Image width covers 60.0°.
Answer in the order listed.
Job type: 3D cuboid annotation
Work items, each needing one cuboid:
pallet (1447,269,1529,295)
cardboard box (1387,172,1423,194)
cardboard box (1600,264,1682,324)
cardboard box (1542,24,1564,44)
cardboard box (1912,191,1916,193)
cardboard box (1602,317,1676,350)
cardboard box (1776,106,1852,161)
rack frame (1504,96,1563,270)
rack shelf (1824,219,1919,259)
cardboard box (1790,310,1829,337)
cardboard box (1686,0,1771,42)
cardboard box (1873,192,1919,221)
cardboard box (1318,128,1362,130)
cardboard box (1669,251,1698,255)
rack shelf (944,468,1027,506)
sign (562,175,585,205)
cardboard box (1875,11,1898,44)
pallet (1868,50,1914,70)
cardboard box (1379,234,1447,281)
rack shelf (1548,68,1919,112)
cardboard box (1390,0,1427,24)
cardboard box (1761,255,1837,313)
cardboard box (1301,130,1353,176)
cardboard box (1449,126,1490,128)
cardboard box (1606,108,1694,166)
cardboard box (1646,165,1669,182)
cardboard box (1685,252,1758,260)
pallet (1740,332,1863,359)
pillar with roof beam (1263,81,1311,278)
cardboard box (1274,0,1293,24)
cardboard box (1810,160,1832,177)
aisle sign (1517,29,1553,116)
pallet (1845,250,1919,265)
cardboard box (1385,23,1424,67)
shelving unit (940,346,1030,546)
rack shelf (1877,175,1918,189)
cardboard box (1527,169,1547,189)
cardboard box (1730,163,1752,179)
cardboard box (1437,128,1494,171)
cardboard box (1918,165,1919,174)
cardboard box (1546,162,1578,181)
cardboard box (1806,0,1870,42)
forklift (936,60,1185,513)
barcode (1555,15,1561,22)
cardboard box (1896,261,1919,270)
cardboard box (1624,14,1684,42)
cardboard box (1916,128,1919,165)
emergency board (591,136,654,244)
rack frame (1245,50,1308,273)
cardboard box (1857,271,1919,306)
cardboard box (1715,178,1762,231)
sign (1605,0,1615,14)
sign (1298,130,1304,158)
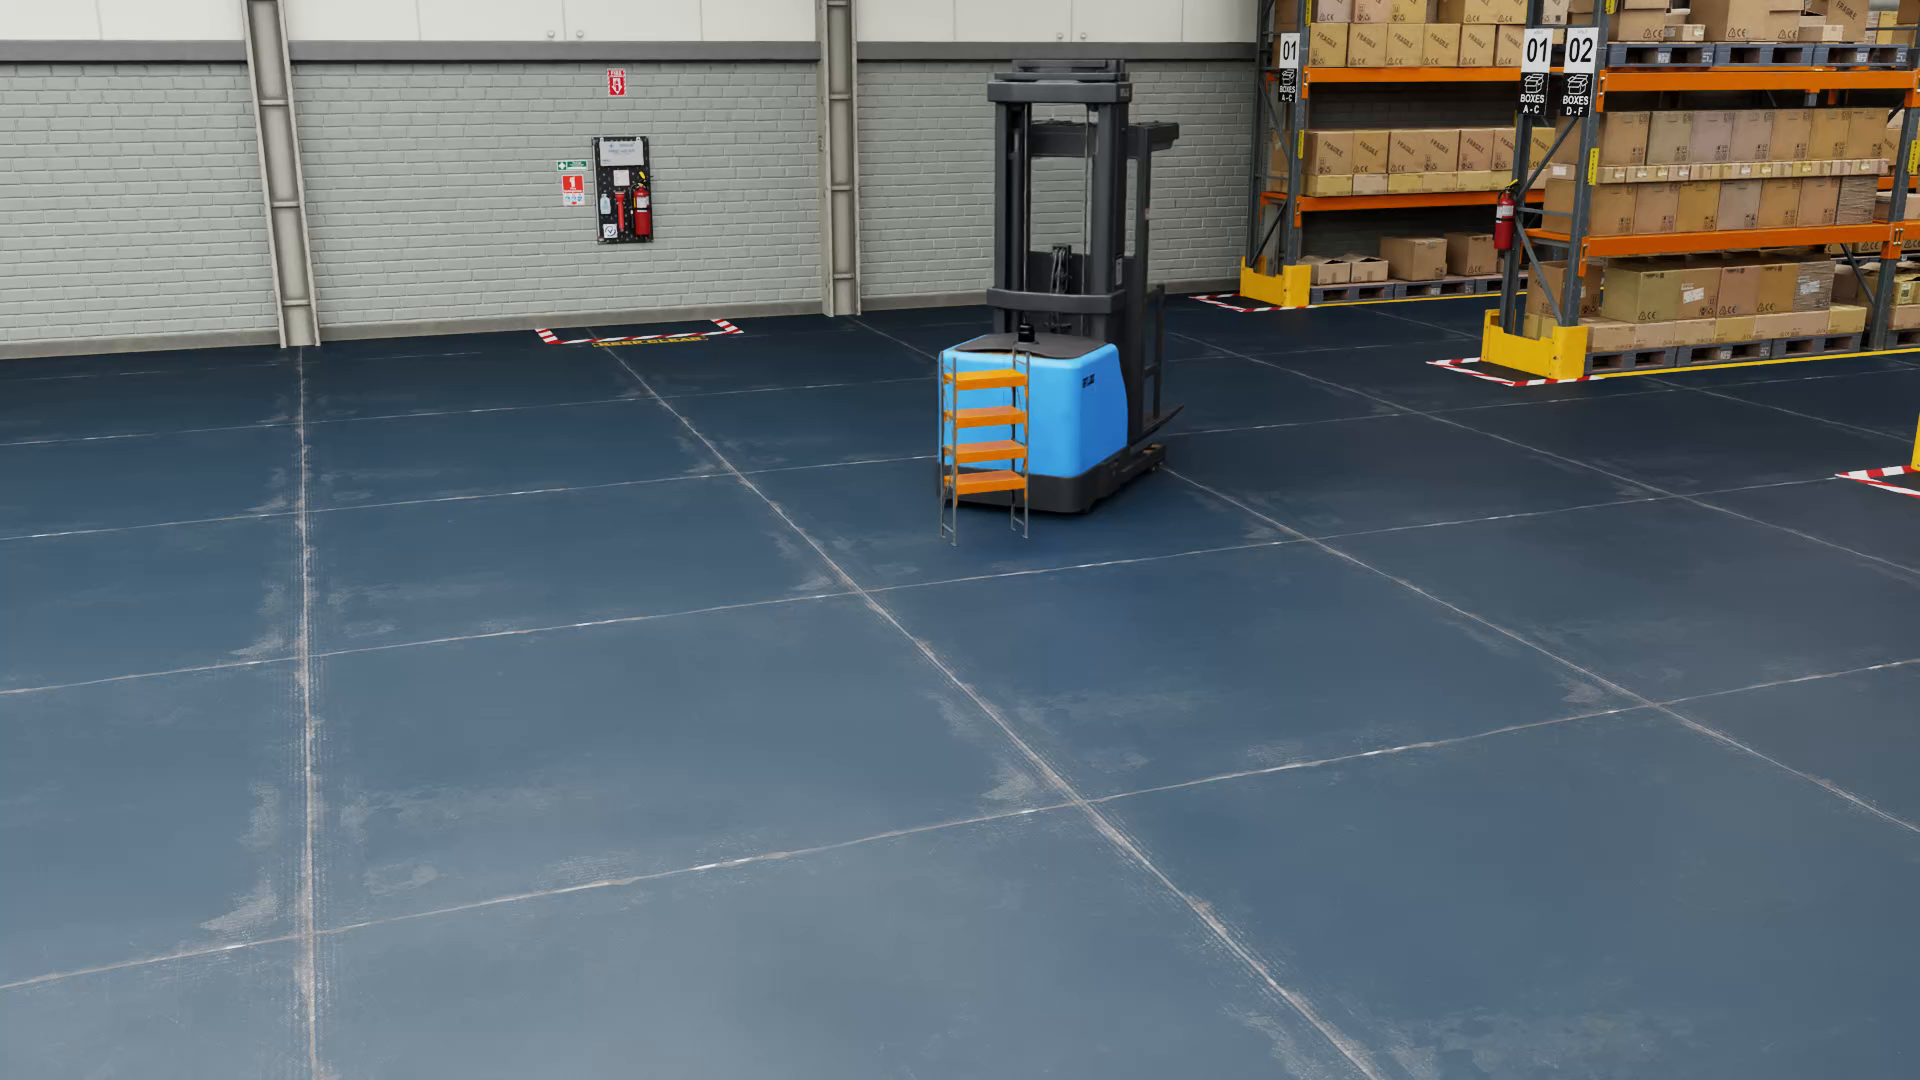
[{"bbox_3d":[6.974,-3.419,21.866,1.213,0.211,1.003,-6,17,-20],"label":"pallet"},{"bbox_3d":[5.380,-4.440,20.625,0.500,0.250,0.500,-6,18,-21],"label":"cardboard box"},{"bbox_3d":[6.676,-2.416,16.306,0.500,0.500,0.500,-6,17,-20],"label":"cardboard box"},{"bbox_3d":[7.203,-6.215,20.901,0.500,0.500,0.500,-6,17,-19],"label":"cardboard box"},{"bbox_3d":[14.498,-4.711,24.387,0.750,0.750,0.750,-6,17,-19],"label":"cardboard box"},{"bbox_3d":[6.675,-2.057,16.414,0.500,0.250,0.500,-6,17,-20],"label":"cardboard box"},{"bbox_3d":[8.481,-4.104,16.769,0.500,0.500,0.700,-6,17,-20],"label":"cardboard box"},{"bbox_3d":[7.588,-4.834,21.736,0.127,3.000,1.000,-6,17,-20],"label":"rack frame"},{"bbox_3d":[11.232,-3.388,18.087,4.000,0.370,1.077,-6,17,-20],"label":"rack shelf"},{"bbox_3d":[8.539,-2.261,17.109,0.500,0.250,0.500,-6,17,-20],"label":"cardboard box"},{"bbox_3d":[7.278,-4.979,15.735,0.500,0.500,0.500,-6,17,-20],"label":"cardboard box"},{"bbox_3d":[9.809,-3.520,17.528,0.500,0.250,0.500,-5,17,-17],"label":"cardboard box"},{"bbox_3d":[4.691,-4.880,20.791,0.500,0.500,0.500,-6,17,-19],"label":"cardboard box"},{"bbox_3d":[9.694,-4.084,22.837,0.500,0.500,0.700,-6,17,-20],"label":"cardboard box"},{"bbox_3d":[0.155,-0.337,10.561,0.480,0.148,0.258,-6,17,-20],"label":"rack shelf"},{"bbox_3d":[-4.280,-3.873,18.401,0.234,0.329,0.001,-6,17,-20],"label":"sign"},{"bbox_3d":[12.753,-7.119,23.236,0.500,0.500,0.700,-5,17,-17],"label":"cardboard box"},{"bbox_3d":[10.184,-4.971,17.218,1.217,0.209,0.805,-7,18,-22],"label":"pallet"},{"bbox_3d":[5.767,-3.607,21.212,0.500,0.500,0.700,-7,18,-24],"label":"cardboard box"},{"bbox_3d":[7.497,-4.423,16.291,4.000,0.370,1.077,-6,17,-20],"label":"rack shelf"},{"bbox_3d":[5.261,-6.474,20.010,0.500,0.500,0.500,-6,17,-19],"label":"cardboard box"},{"bbox_3d":[8.539,-2.621,17.005,0.500,0.500,0.500,-6,17,-20],"label":"cardboard box"},{"bbox_3d":[4.407,-4.697,20.170,0.500,0.500,0.500,-6,17,-20],"label":"cardboard box"},{"bbox_3d":[6.590,-5.088,21.500,0.500,0.500,0.500,-6,17,-20],"label":"cardboard box"},{"bbox_3d":[6.608,-3.902,16.081,0.500,0.500,0.700,-7,18,-22],"label":"cardboard box"},{"bbox_3d":[6.552,-3.522,15.939,0.250,0.149,0.380,-6,17,-20],"label":"cardboard box"},{"bbox_3d":[7.886,-2.708,17.299,0.500,0.500,0.500,-6,17,-20],"label":"cardboard box"},{"bbox_3d":[8.607,-2.124,17.456,1.213,0.211,1.003,-6,17,-20],"label":"pallet"},{"bbox_3d":[5.738,-6.475,16.676,0.400,9.000,9.100,-6,17,-20],"label":"pillar with roof beam"},{"bbox_3d":[4.162,-6.520,20.164,0.500,0.500,0.500,-5,17,-18],"label":"cardboard box"},{"bbox_3d":[8.467,-3.728,16.642,0.250,0.149,0.380,-6,17,-20],"label":"cardboard box"},{"bbox_3d":[5.463,-4.446,15.800,0.004,0.787,0.394,-6,17,-20],"label":"aisle sign"},{"bbox_3d":[13.224,-4.081,24.120,1.213,0.211,1.003,-6,17,-20],"label":"pallet"},{"bbox_3d":[5.253,-5.994,20.148,0.500,0.500,0.500,-5,17,-18],"label":"cardboard box"},{"bbox_3d":[0.155,-0.592,10.486,0.503,1.200,0.258,-6,17,-20],"label":"shelving unit"},{"bbox_3d":[13.191,-5.094,23.897,4.000,0.370,1.077,-6,17,-20],"label":"rack shelf"},{"bbox_3d":[7.255,-4.644,21.320,0.500,0.250,0.500,-6,17,-20],"label":"cardboard box"},{"bbox_3d":[7.508,-3.625,16.289,0.250,0.149,0.380,-6,17,-20],"label":"cardboard box"},{"bbox_3d":[6.320,-4.903,20.869,0.500,0.500,0.500,-7,18,-22],"label":"cardboard box"},{"bbox_3d":[13.642,-5.305,23.748,0.250,0.149,0.380,-7,18,-22],"label":"cardboard box"},{"bbox_3d":[5.918,-3.576,16.122,0.250,0.149,0.380,-6,18,-21],"label":"cardboard box"},{"bbox_3d":[8.800,-5.305,16.847,0.500,0.500,0.500,-5,17,-16],"label":"cardboard box"},{"bbox_3d":[0.905,-1.955,12.054,1.130,2.935,3.031,7,18,23],"label":"forklift"},{"bbox_3d":[5.739,-5.003,15.957,0.075,0.075,0.001,-6,17,-20],"label":"barcode"},{"bbox_3d":[10.591,-2.902,18.297,0.500,0.311,0.500,-6,17,-20],"label":"cardboard box"},{"bbox_3d":[6.610,-4.949,16.077,0.500,0.250,0.500,-6,17,-20],"label":"cardboard box"},{"bbox_3d":[13.308,-5.574,23.514,0.500,0.500,0.500,-6,17,-19],"label":"cardboard box"},{"bbox_3d":[-3.727,-3.885,18.504,0.643,1.169,0.194,-6,17,-20],"label":"emergency board"},{"bbox_3d":[3.853,-4.431,20.363,0.127,3.000,1.000,-6,17,-20],"label":"rack frame"},{"bbox_3d":[9.840,-2.658,17.467,0.500,0.311,0.500,-6,17,-20],"label":"cardboard box"},{"bbox_3d":[7.514,-3.376,16.594,0.500,0.500,0.700,-6,17,-18],"label":"cardboard box"},{"bbox_3d":[5.822,-4.878,14.869,0.005,0.325,0.100,-6,17,-20],"label":"sign"},{"bbox_3d":[4.048,-4.703,19.754,0.005,0.325,0.100,-6,17,-20],"label":"sign"}]
